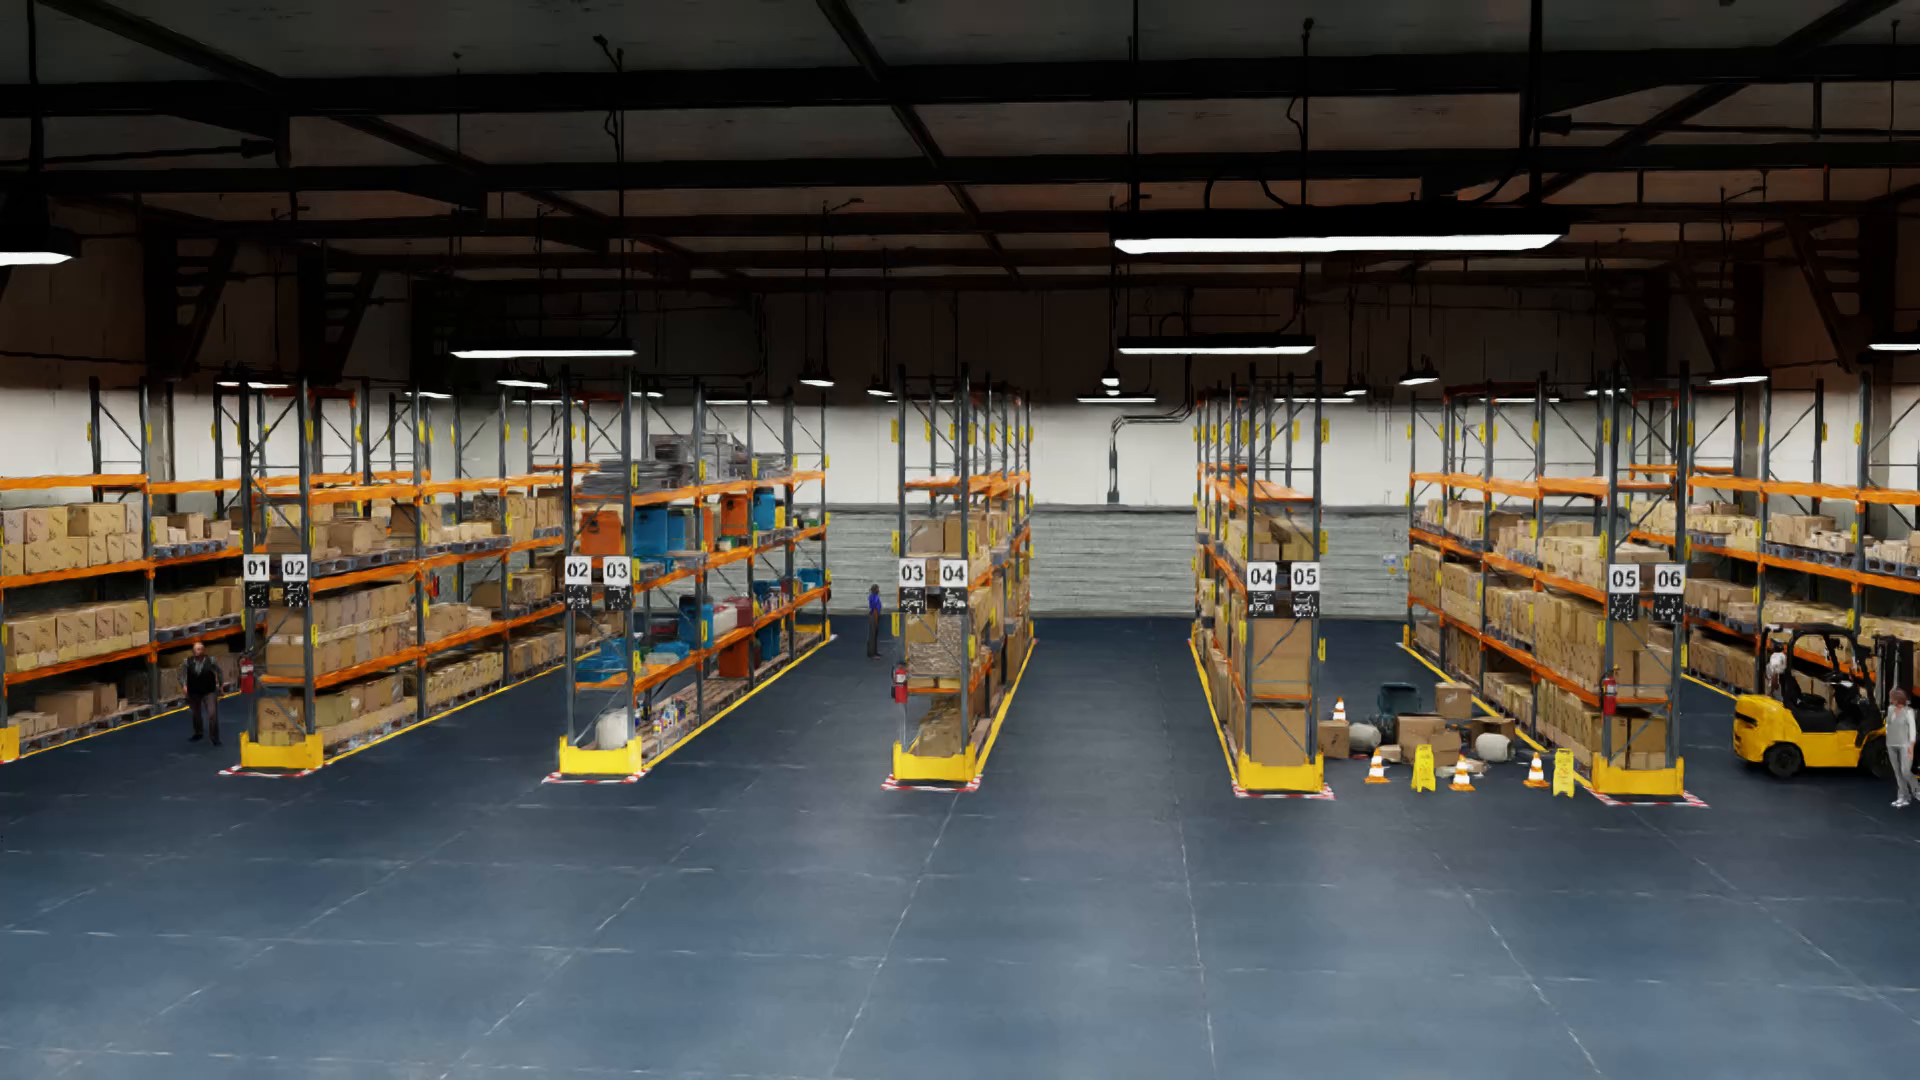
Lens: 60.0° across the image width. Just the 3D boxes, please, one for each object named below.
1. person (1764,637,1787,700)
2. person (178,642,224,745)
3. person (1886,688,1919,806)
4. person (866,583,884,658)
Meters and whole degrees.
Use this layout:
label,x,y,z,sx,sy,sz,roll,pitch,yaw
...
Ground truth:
label,x,y,z,sx,sy,sz,roll,pitch,yaw
person,13.251,2.427,27.039,0.551,1.654,0.573,2,4,31
person,-12.193,2.452,26.736,0.645,1.661,0.844,-1,4,-11
person,12.624,2.772,22.224,0.400,1.590,0.535,-2,4,-23
person,-1.879,1.780,37.082,0.441,1.666,0.552,-1,4,-12
